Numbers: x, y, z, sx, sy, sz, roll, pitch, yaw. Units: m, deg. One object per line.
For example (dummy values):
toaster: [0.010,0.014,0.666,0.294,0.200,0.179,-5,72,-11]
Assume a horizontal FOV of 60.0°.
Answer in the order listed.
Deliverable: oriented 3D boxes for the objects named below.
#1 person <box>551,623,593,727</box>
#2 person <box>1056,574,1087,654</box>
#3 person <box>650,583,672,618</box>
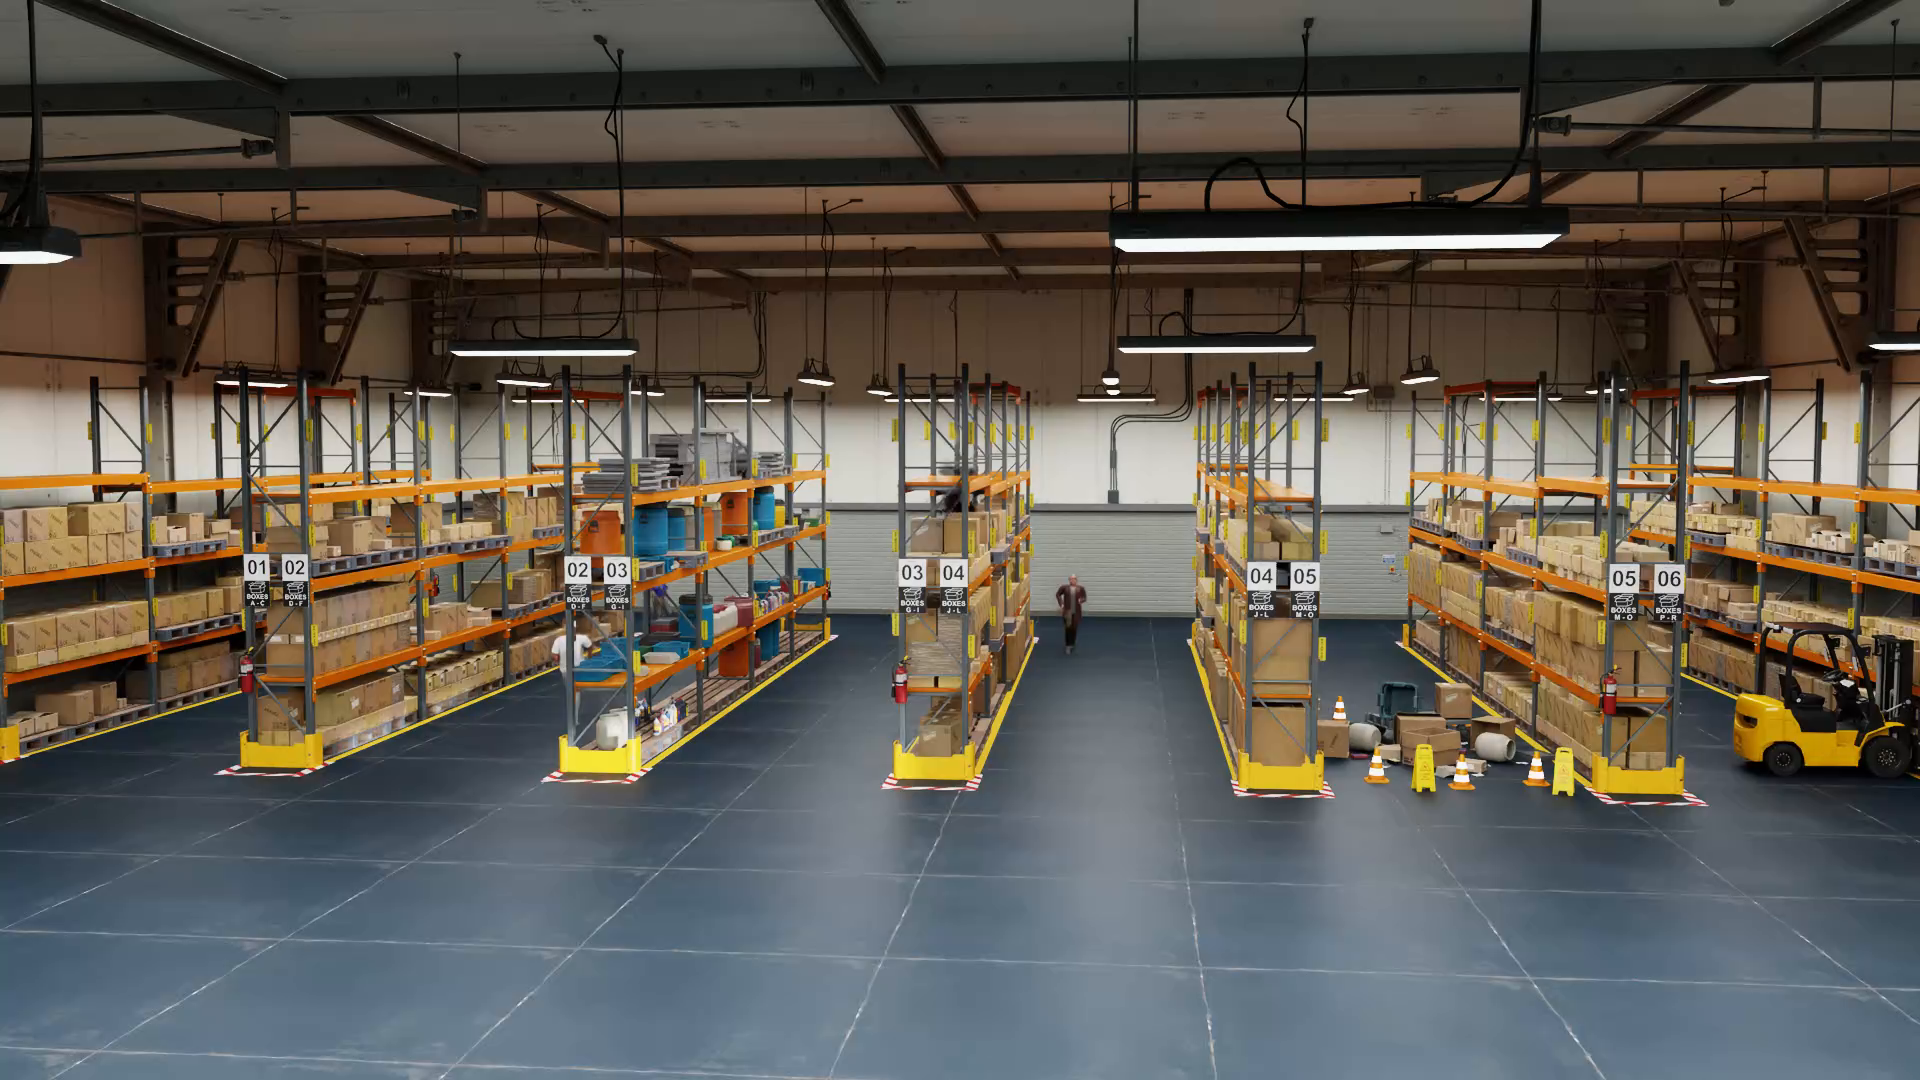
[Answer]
person: [-6.704,2.270,28.687,0.640,1.796,0.890,0,4,5]
person: [2.561,1.691,37.982,0.681,1.837,0.829,0,4,-5]
person: [-7.414,1.543,41.309,0.597,1.619,0.560,-3,5,-41]
